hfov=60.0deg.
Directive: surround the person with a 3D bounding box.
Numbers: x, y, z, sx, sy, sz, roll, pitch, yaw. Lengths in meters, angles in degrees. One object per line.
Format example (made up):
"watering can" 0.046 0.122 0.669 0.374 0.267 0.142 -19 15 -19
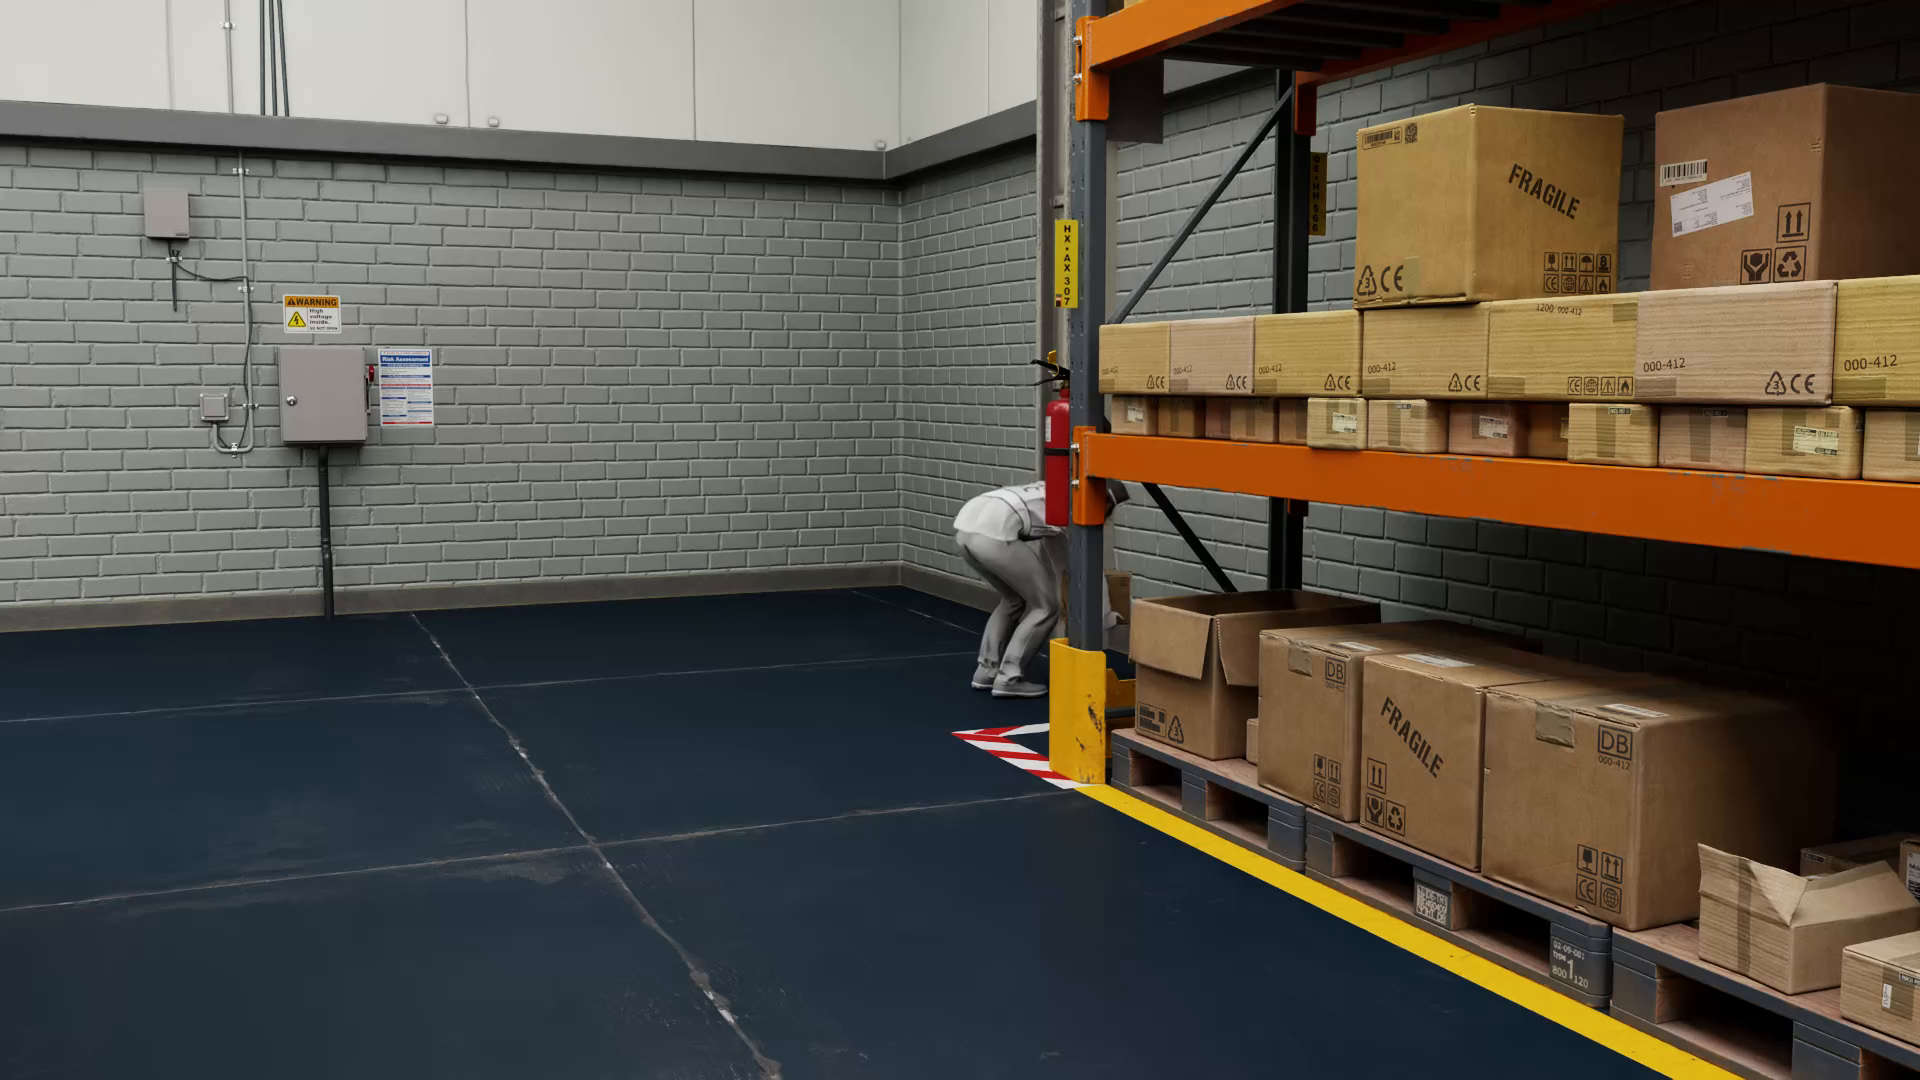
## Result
"person" 0.411 0.183 8.056 0.920 1.102 0.449 -3 6 -26
